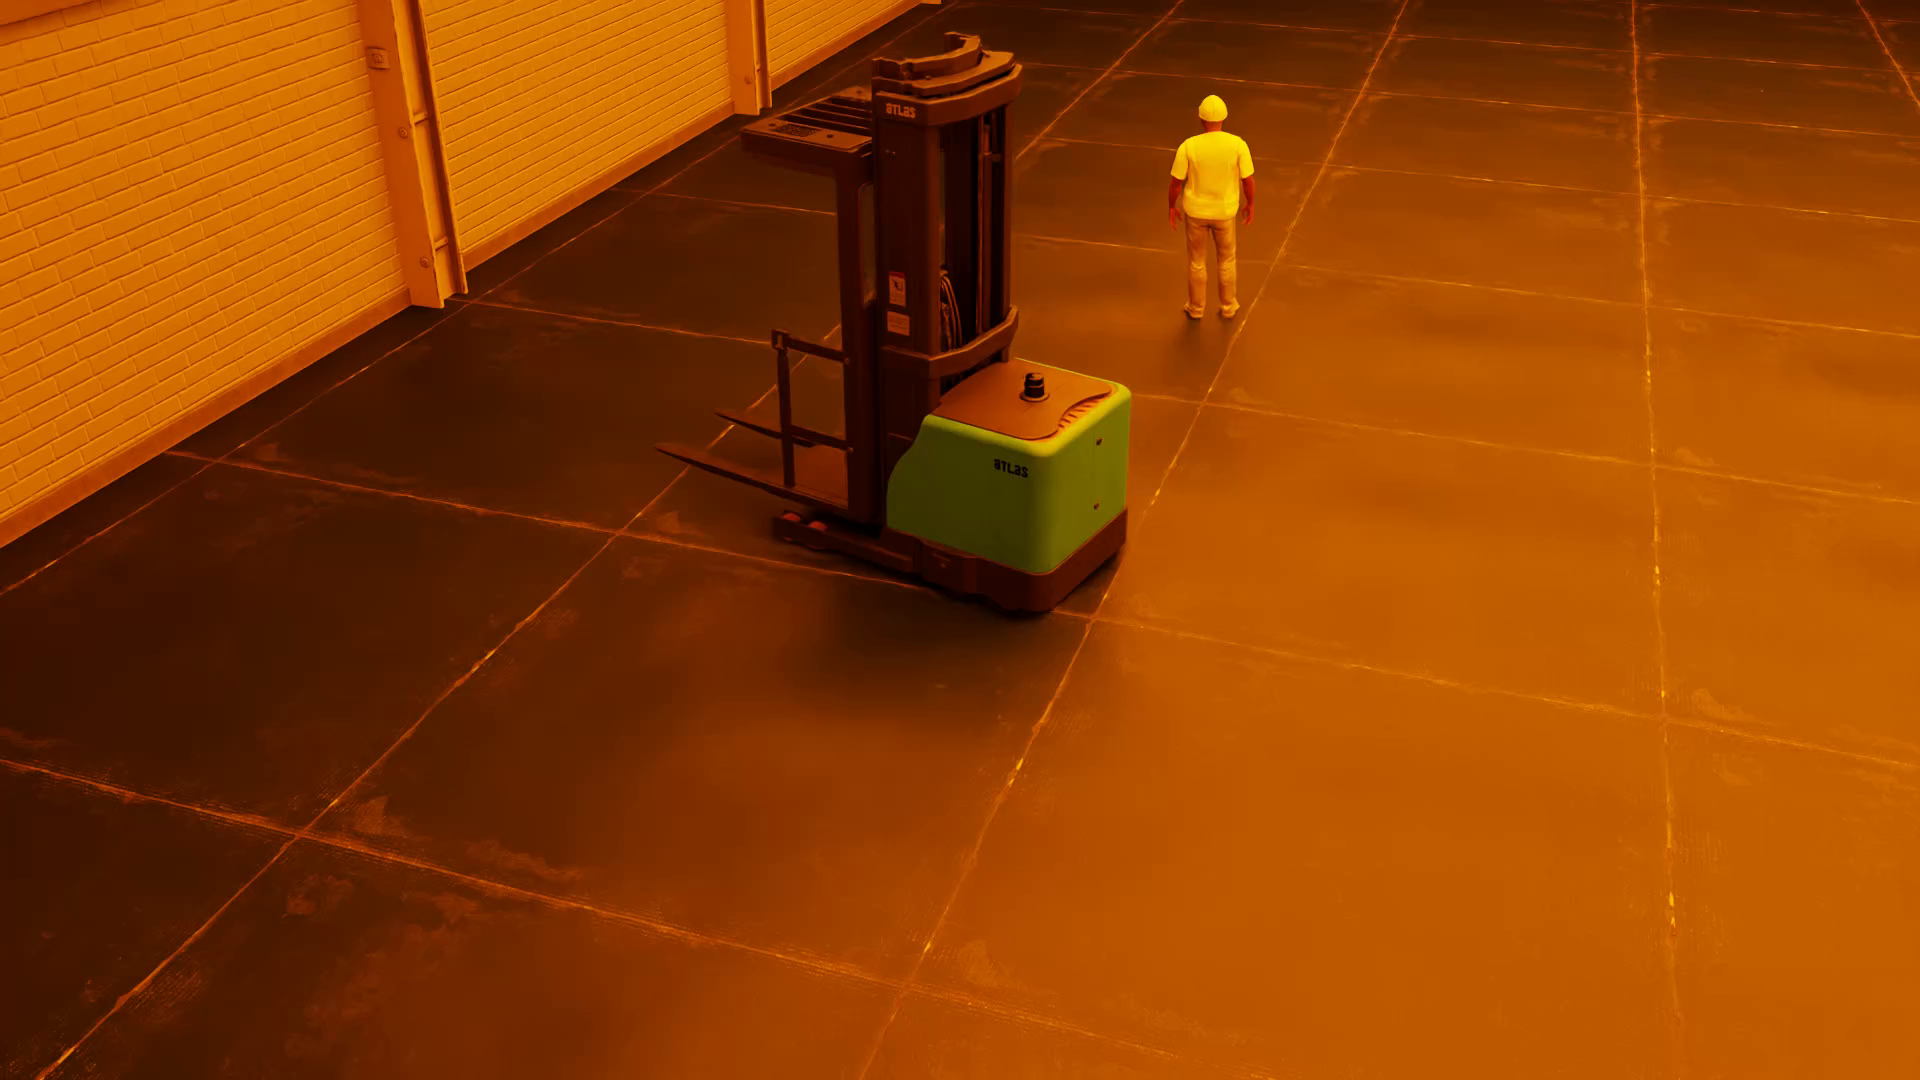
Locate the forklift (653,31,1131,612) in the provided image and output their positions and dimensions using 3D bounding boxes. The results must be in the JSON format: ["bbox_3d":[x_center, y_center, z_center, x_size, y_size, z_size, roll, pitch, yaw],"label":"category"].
[{"bbox_3d":[-0.526,-1.417,9.622,3.031,2.935,1.130,18,34,28],"label":"forklift"}]

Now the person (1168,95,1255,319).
[{"bbox_3d":[1.930,-2.558,12.800,0.663,1.766,0.543,4,30,6],"label":"person"}]
